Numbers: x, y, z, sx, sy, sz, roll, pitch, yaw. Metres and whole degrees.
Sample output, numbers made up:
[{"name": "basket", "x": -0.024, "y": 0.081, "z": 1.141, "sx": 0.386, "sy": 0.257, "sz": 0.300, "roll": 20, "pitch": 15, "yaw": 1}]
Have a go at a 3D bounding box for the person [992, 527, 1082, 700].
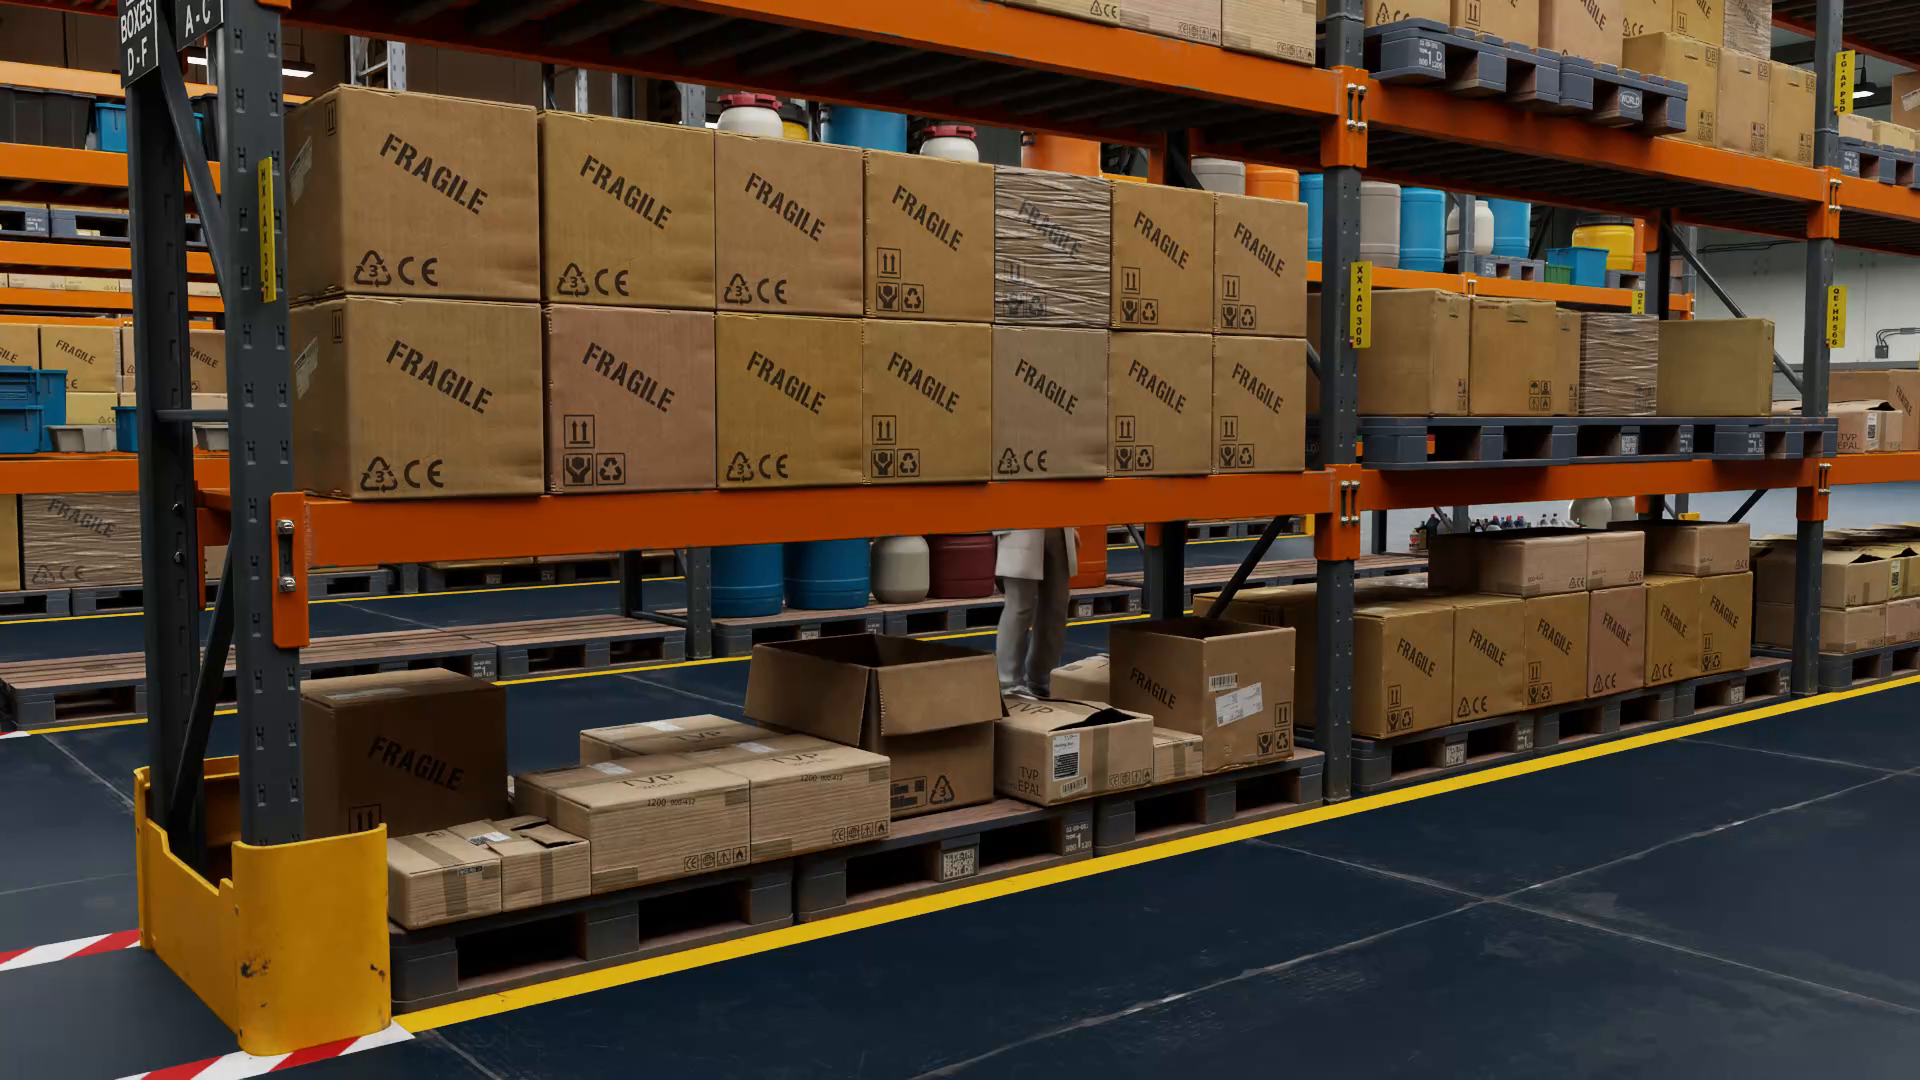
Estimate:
[{"name": "person", "x": 0.415, "y": -0.023, "z": 8.834, "sx": 0.562, "sy": 1.783, "sz": 0.383, "roll": -3, "pitch": 5, "yaw": -38}]
